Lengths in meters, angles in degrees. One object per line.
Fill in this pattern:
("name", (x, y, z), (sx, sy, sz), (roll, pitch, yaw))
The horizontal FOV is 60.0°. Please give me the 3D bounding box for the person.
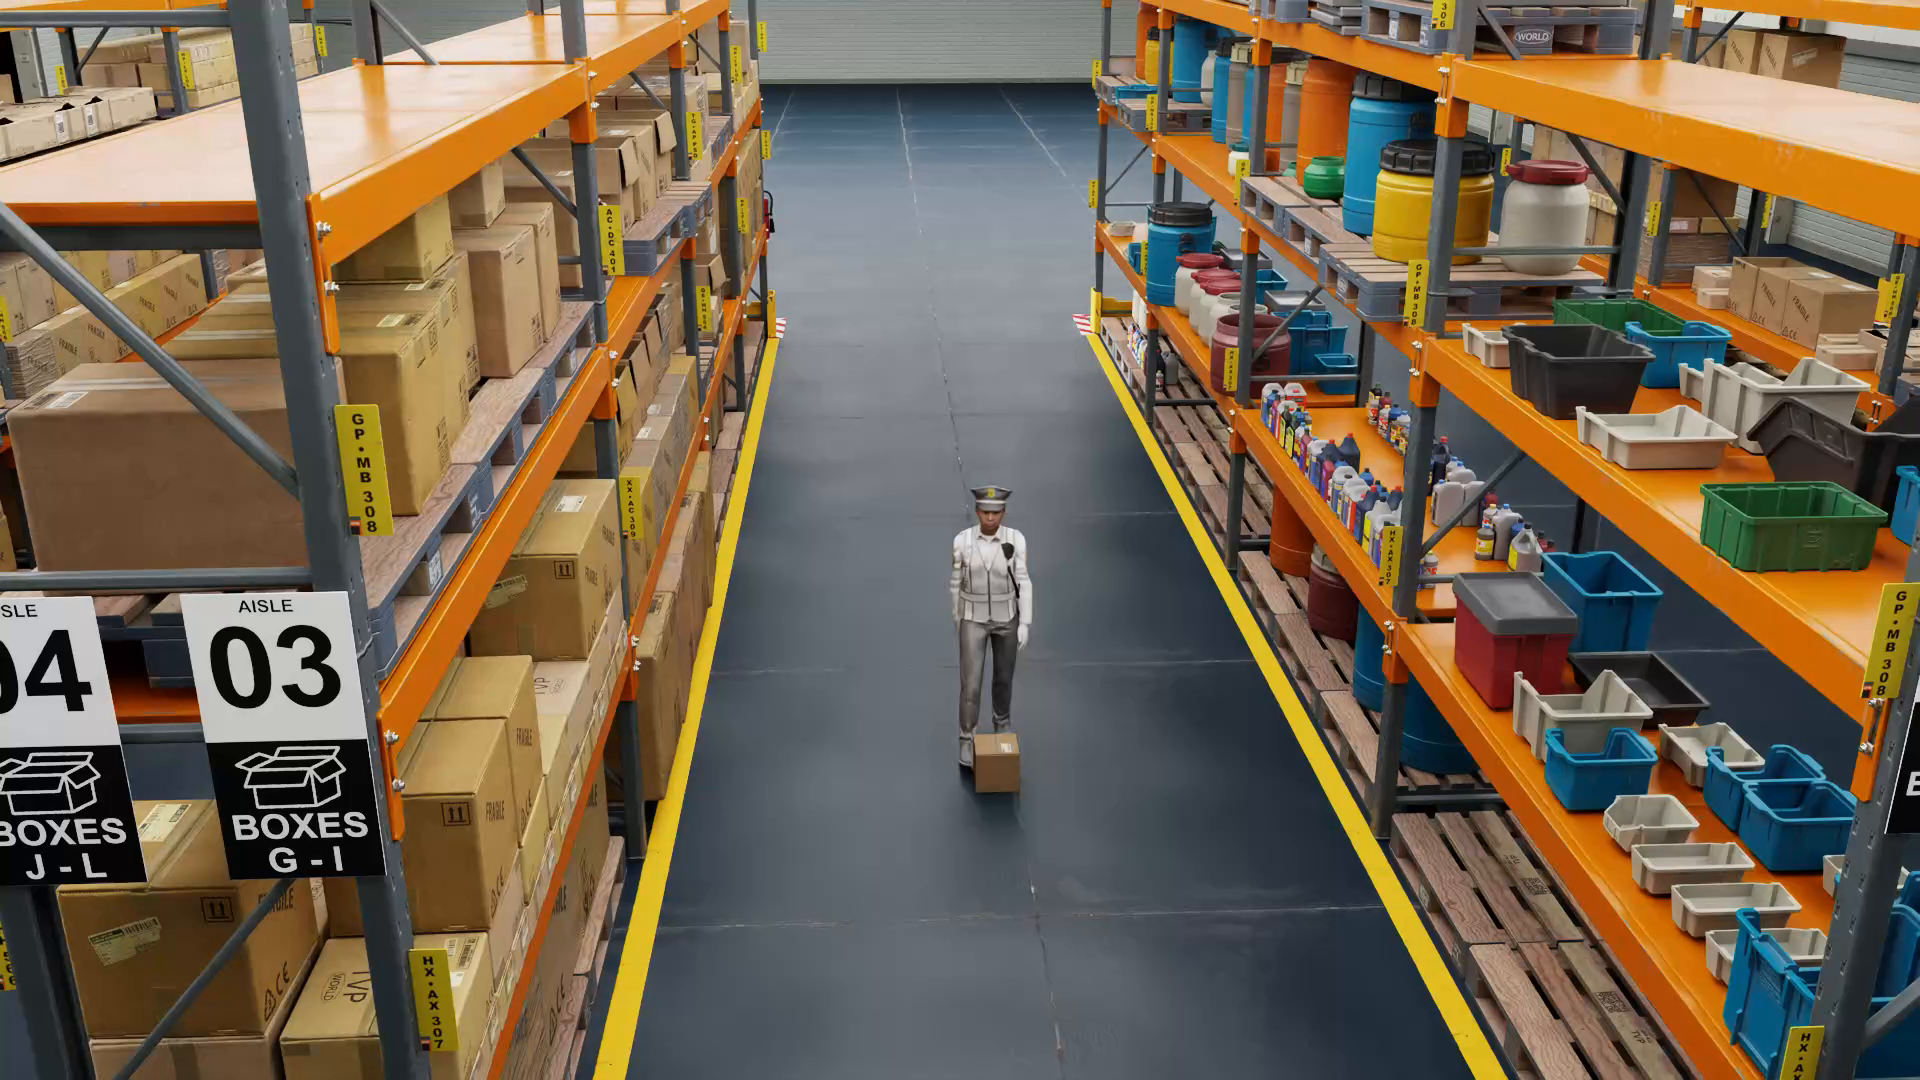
("person", (0.182, 0.488, 9.780), (0.478, 1.690, 0.563), (-1, 21, -2))
